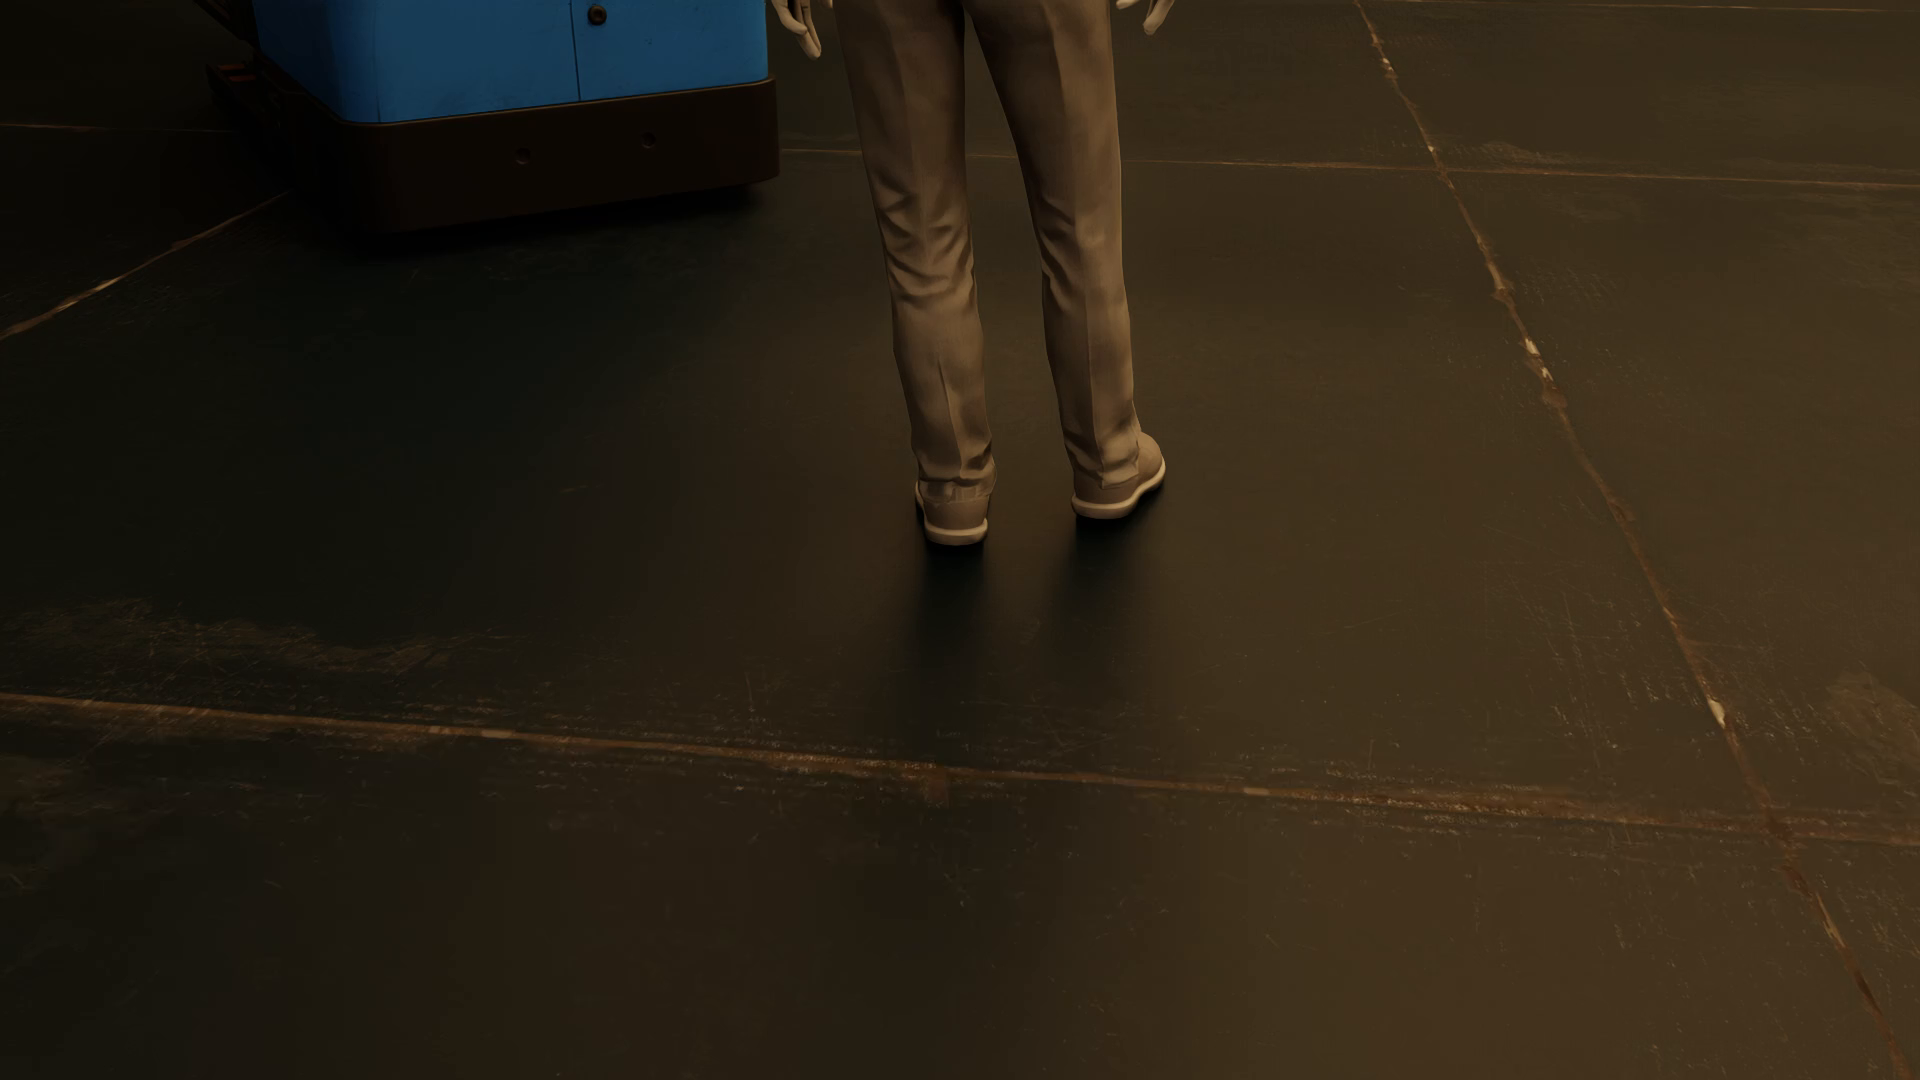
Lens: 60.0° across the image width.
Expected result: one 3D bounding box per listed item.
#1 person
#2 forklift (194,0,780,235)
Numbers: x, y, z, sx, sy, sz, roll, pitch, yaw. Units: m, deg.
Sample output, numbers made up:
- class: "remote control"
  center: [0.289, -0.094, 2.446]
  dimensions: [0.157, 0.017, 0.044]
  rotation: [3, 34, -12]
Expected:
- class: "person"
  center: [0.016, -0.795, 2.179]
  dimensions: [0.586, 1.694, 0.530]
  rotation: [3, 27, 7]
- class: "forklift"
  center: [-1.637, -2.615, 4.458]
  dimensions: [1.130, 2.935, 3.031]
  rotation: [-15, 30, -27]
